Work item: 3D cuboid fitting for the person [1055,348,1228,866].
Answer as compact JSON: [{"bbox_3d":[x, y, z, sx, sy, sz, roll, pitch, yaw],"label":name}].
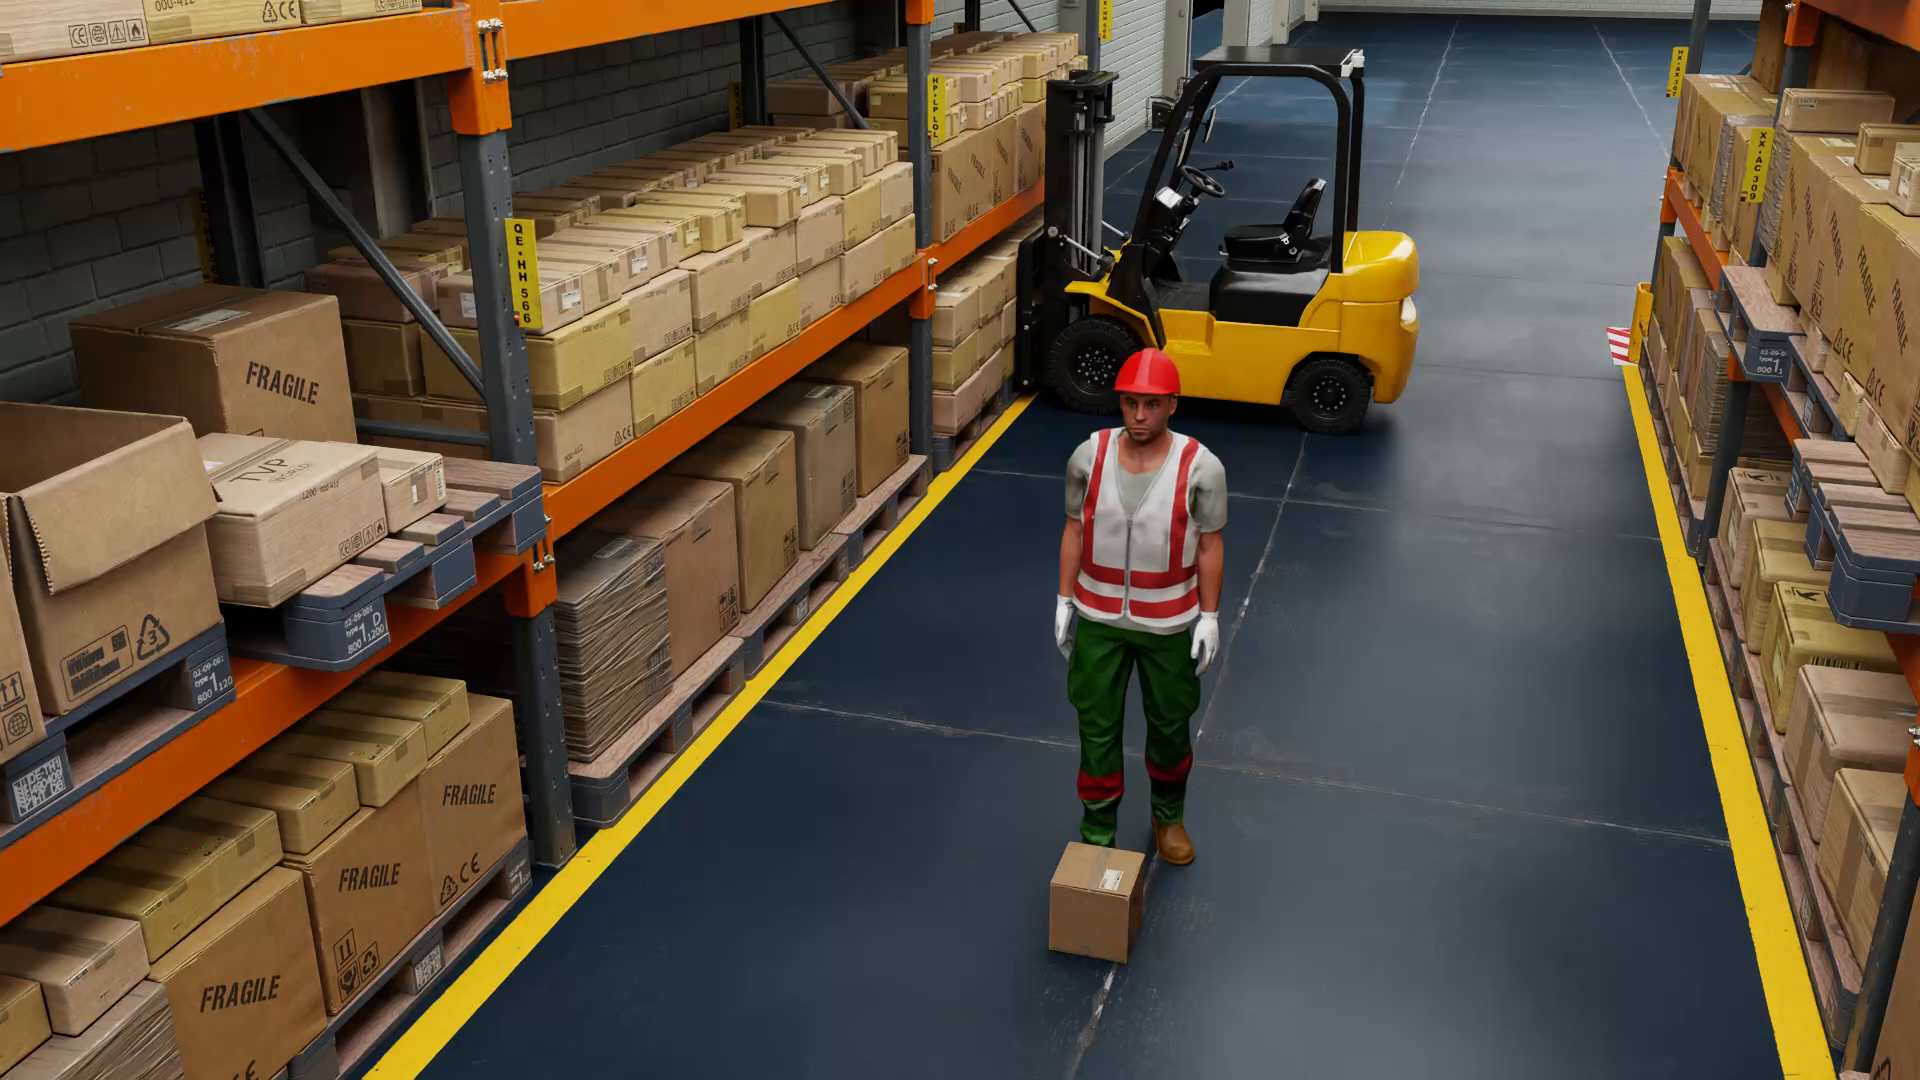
[{"bbox_3d":[0.564,0.275,5.373,0.538,1.812,0.598,7,23,16],"label":"person"}]
